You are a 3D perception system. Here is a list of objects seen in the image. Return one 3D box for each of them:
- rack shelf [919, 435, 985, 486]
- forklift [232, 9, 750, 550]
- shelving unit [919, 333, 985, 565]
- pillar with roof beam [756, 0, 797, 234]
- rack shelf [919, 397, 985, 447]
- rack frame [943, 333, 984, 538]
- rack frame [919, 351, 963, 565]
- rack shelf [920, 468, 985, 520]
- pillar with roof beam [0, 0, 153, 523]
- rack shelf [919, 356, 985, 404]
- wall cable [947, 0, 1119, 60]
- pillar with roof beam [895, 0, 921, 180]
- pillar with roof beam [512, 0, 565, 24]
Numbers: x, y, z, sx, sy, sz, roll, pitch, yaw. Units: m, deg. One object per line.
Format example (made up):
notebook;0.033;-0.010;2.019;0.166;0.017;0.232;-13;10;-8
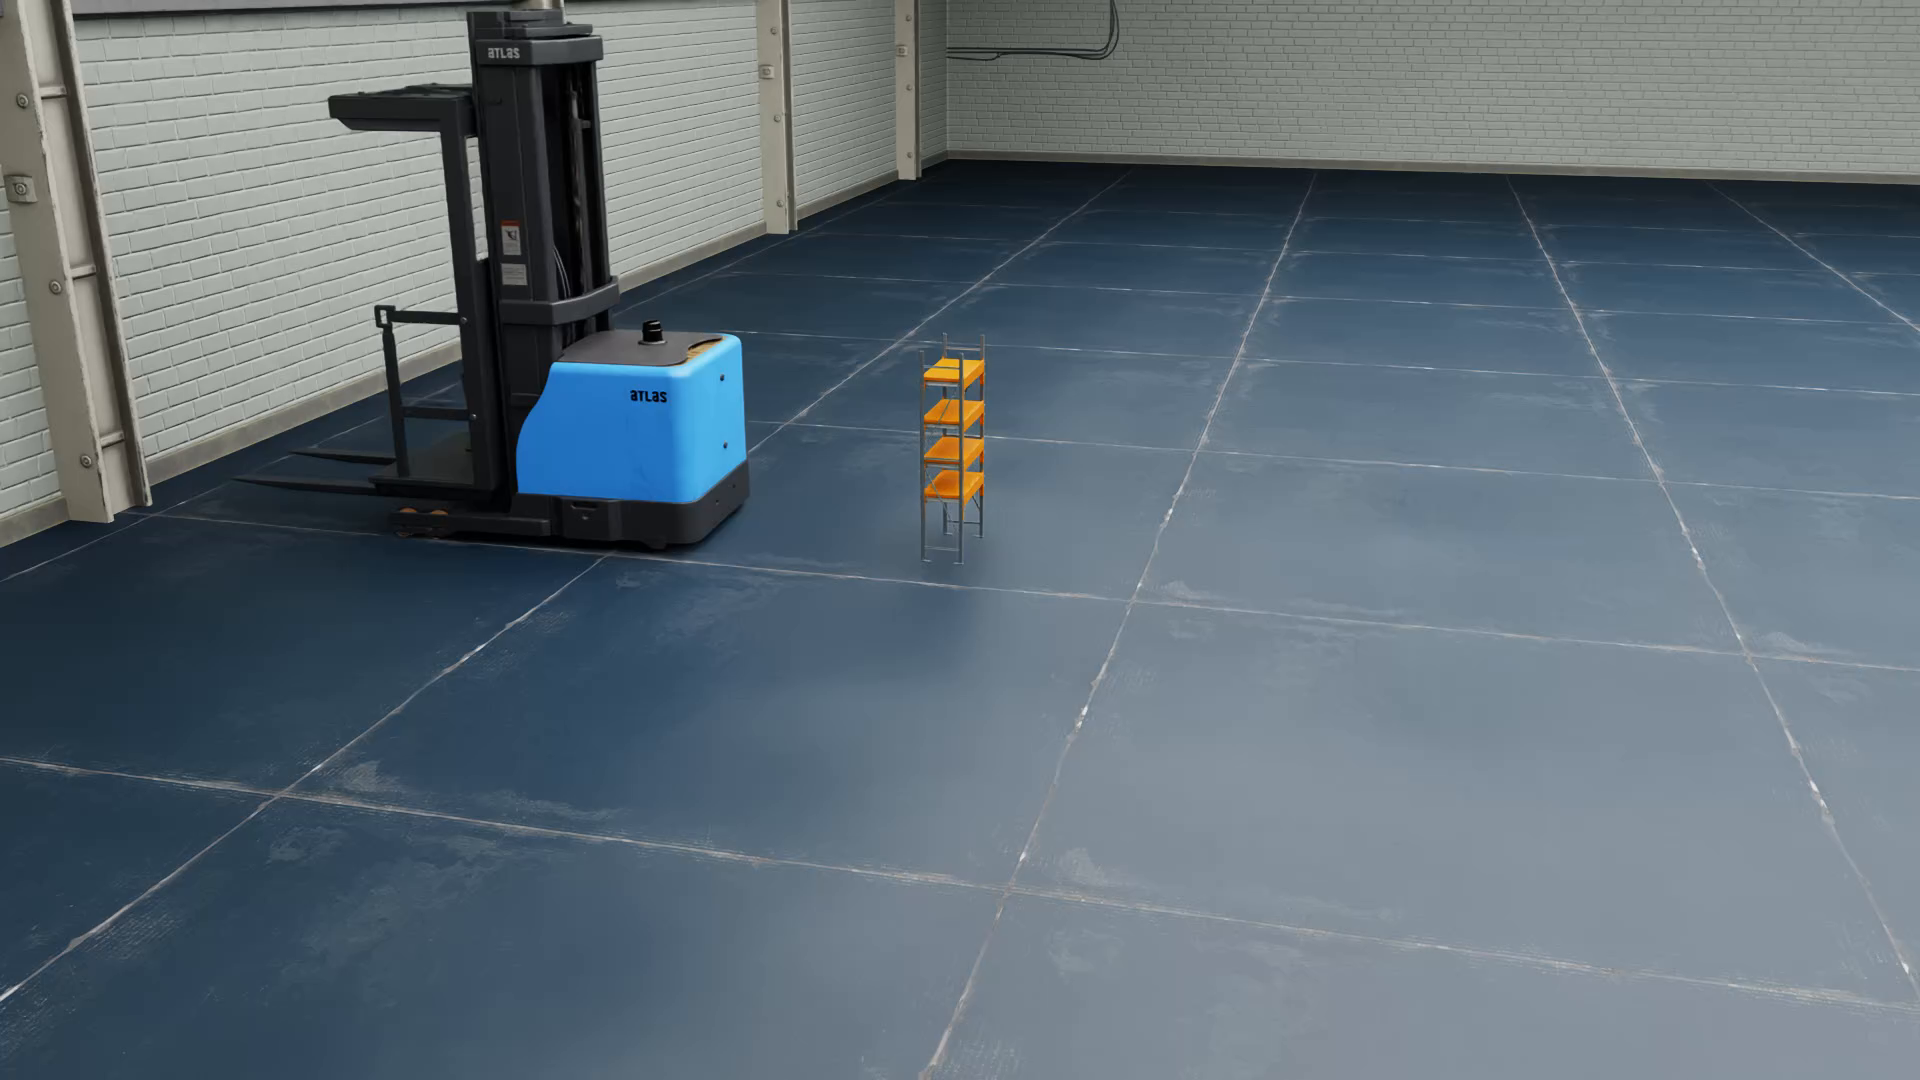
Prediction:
rack shelf;-0.040;-0.452;9.363;0.258;0.148;0.480;5;19;13
forklift;-2.867;-1.554;9.704;3.031;2.935;1.130;4;19;11
shelving unit;-0.040;-0.516;9.342;0.258;1.200;0.503;5;19;13
pillar with roof beam;1.889;-7.856;18.764;9.100;9.000;0.400;5;19;13
rack shelf;-0.040;-0.664;9.291;0.258;0.148;0.480;5;19;13
rack frame;0.019;-0.592;9.566;0.240;1.200;0.015;5;19;13
rack frame;-0.100;-0.439;9.118;0.240;1.200;0.015;5;19;13
rack shelf;-0.040;-0.264;9.428;0.258;0.148;0.480;5;19;13
pillar with roof beam;-1.042;-4.094;7.753;9.100;9.000;0.400;5;19;13
rack shelf;-0.040;-0.888;9.215;0.258;0.148;0.480;5;19;13
wall cable;1.183;-9.426;28.165;3.097;2.526;0.112;5;19;13
pillar with roof beam;3.355;-9.736;24.270;9.100;9.000;0.400;5;19;13
pillar with roof beam;0.424;-5.975;13.259;9.100;9.000;0.400;5;19;13
